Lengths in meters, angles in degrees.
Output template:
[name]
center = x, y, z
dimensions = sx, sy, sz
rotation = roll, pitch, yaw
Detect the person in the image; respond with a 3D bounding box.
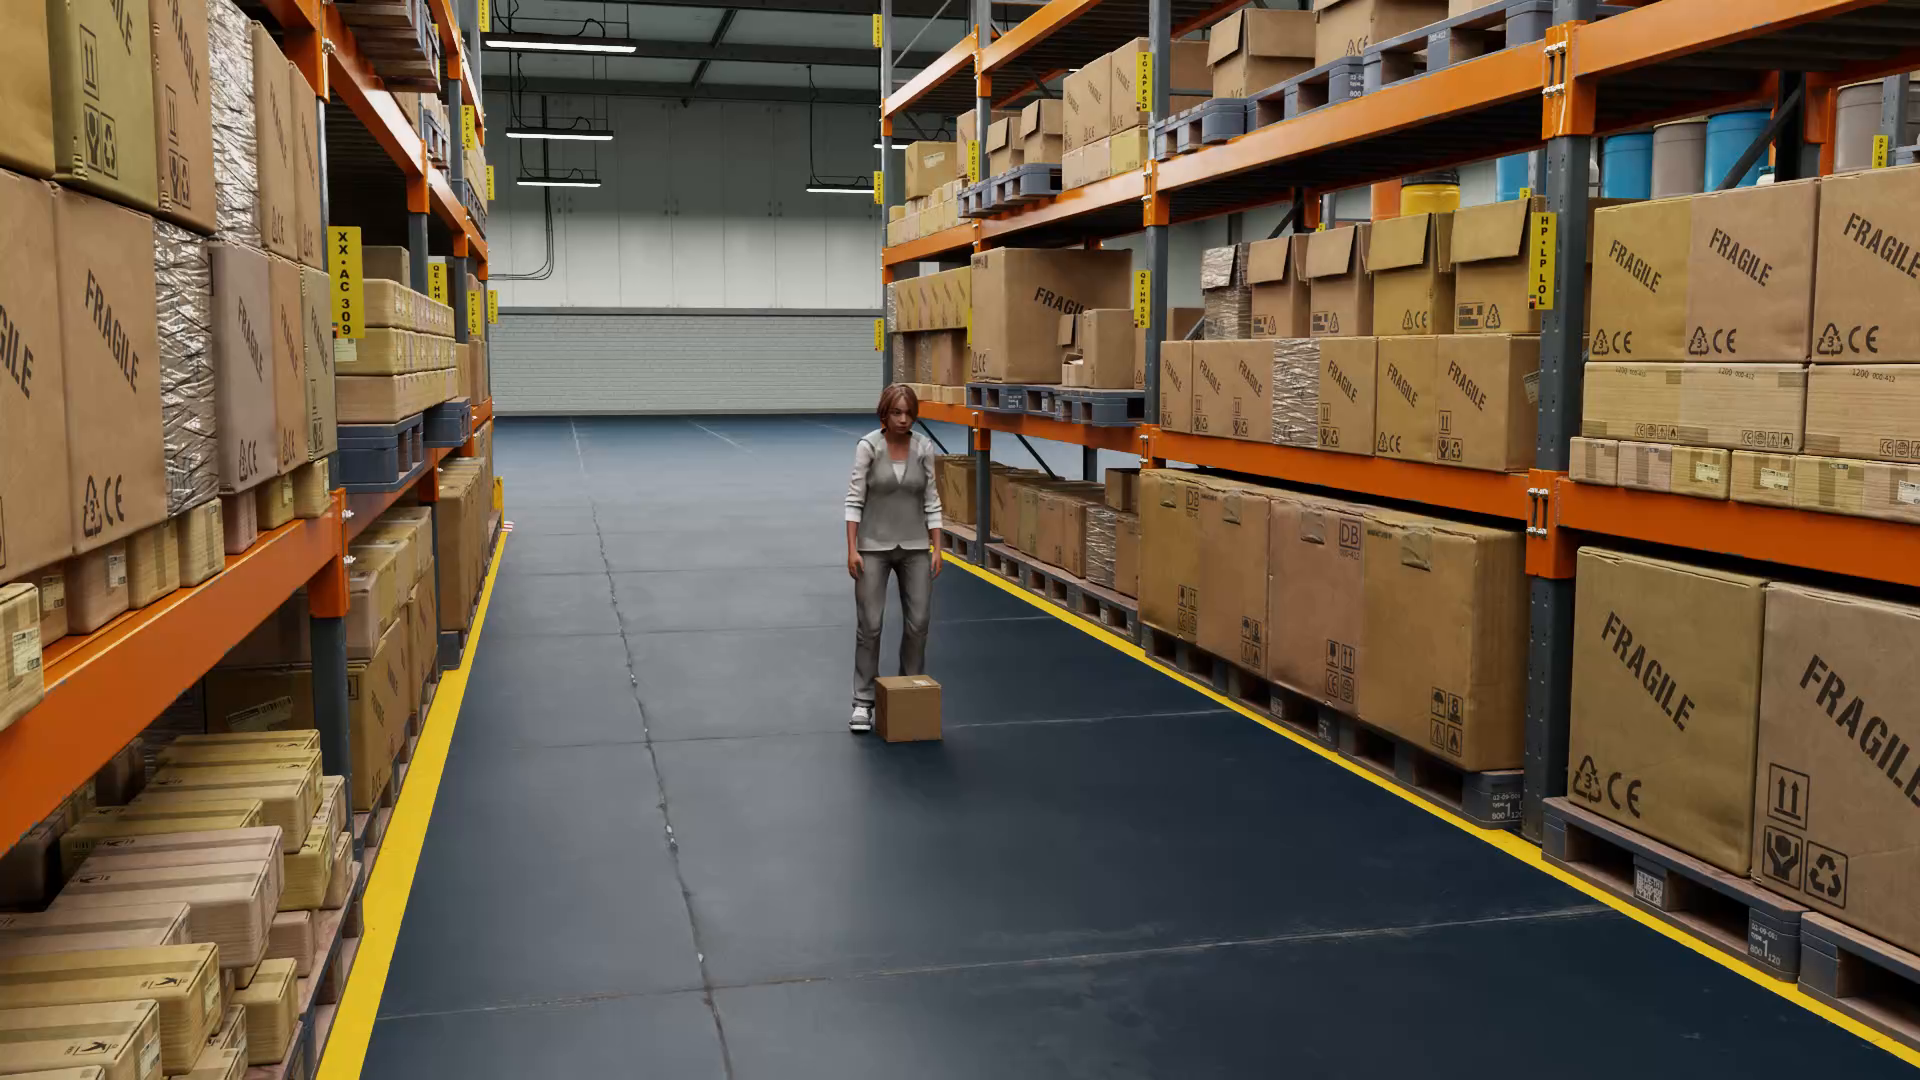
[person]
center = -0.305, 0.073, 7.715
dimensions = 0.462, 1.594, 0.344
rotation = -2, 7, -14
